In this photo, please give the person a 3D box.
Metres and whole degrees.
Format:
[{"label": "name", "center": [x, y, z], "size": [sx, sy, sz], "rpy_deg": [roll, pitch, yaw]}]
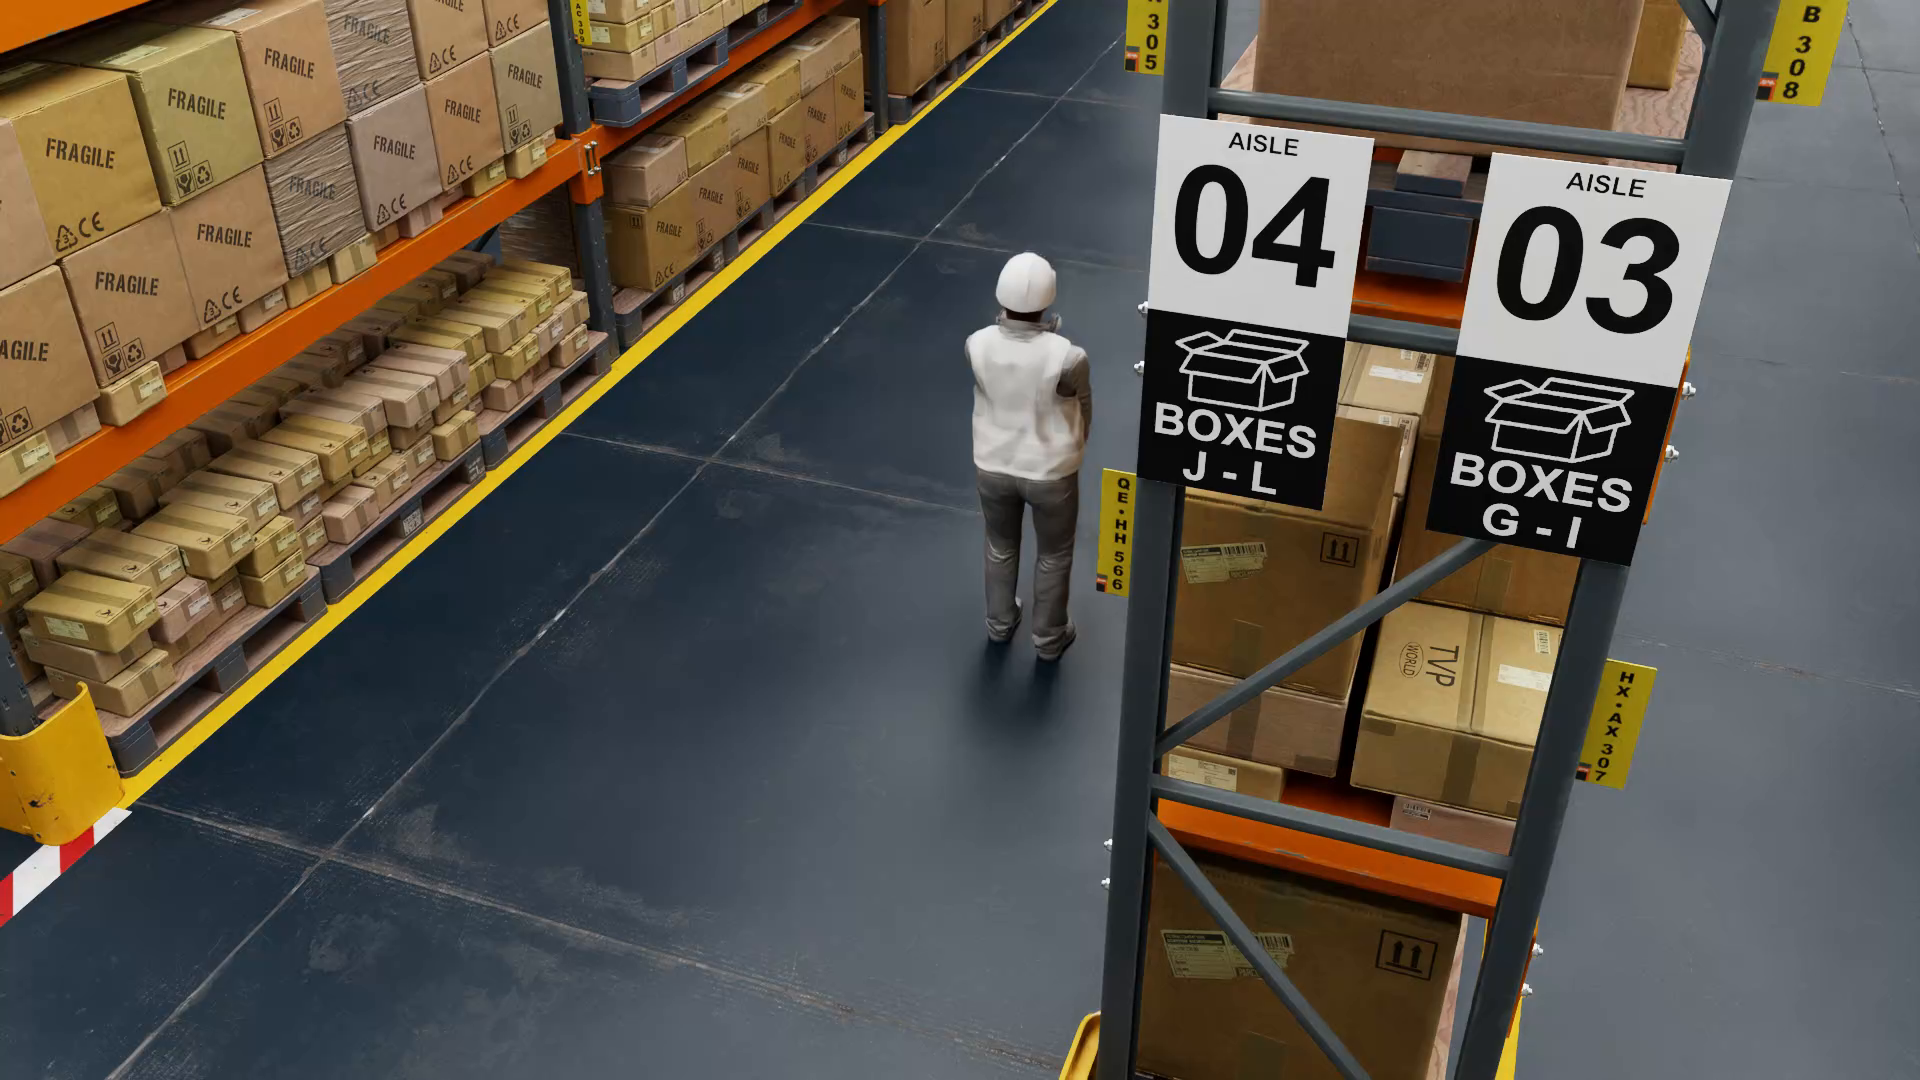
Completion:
[{"label": "person", "center": [0.284, -0.358, 6.671], "size": [0.495, 1.772, 0.549], "rpy_deg": [11, 35, 16]}]
